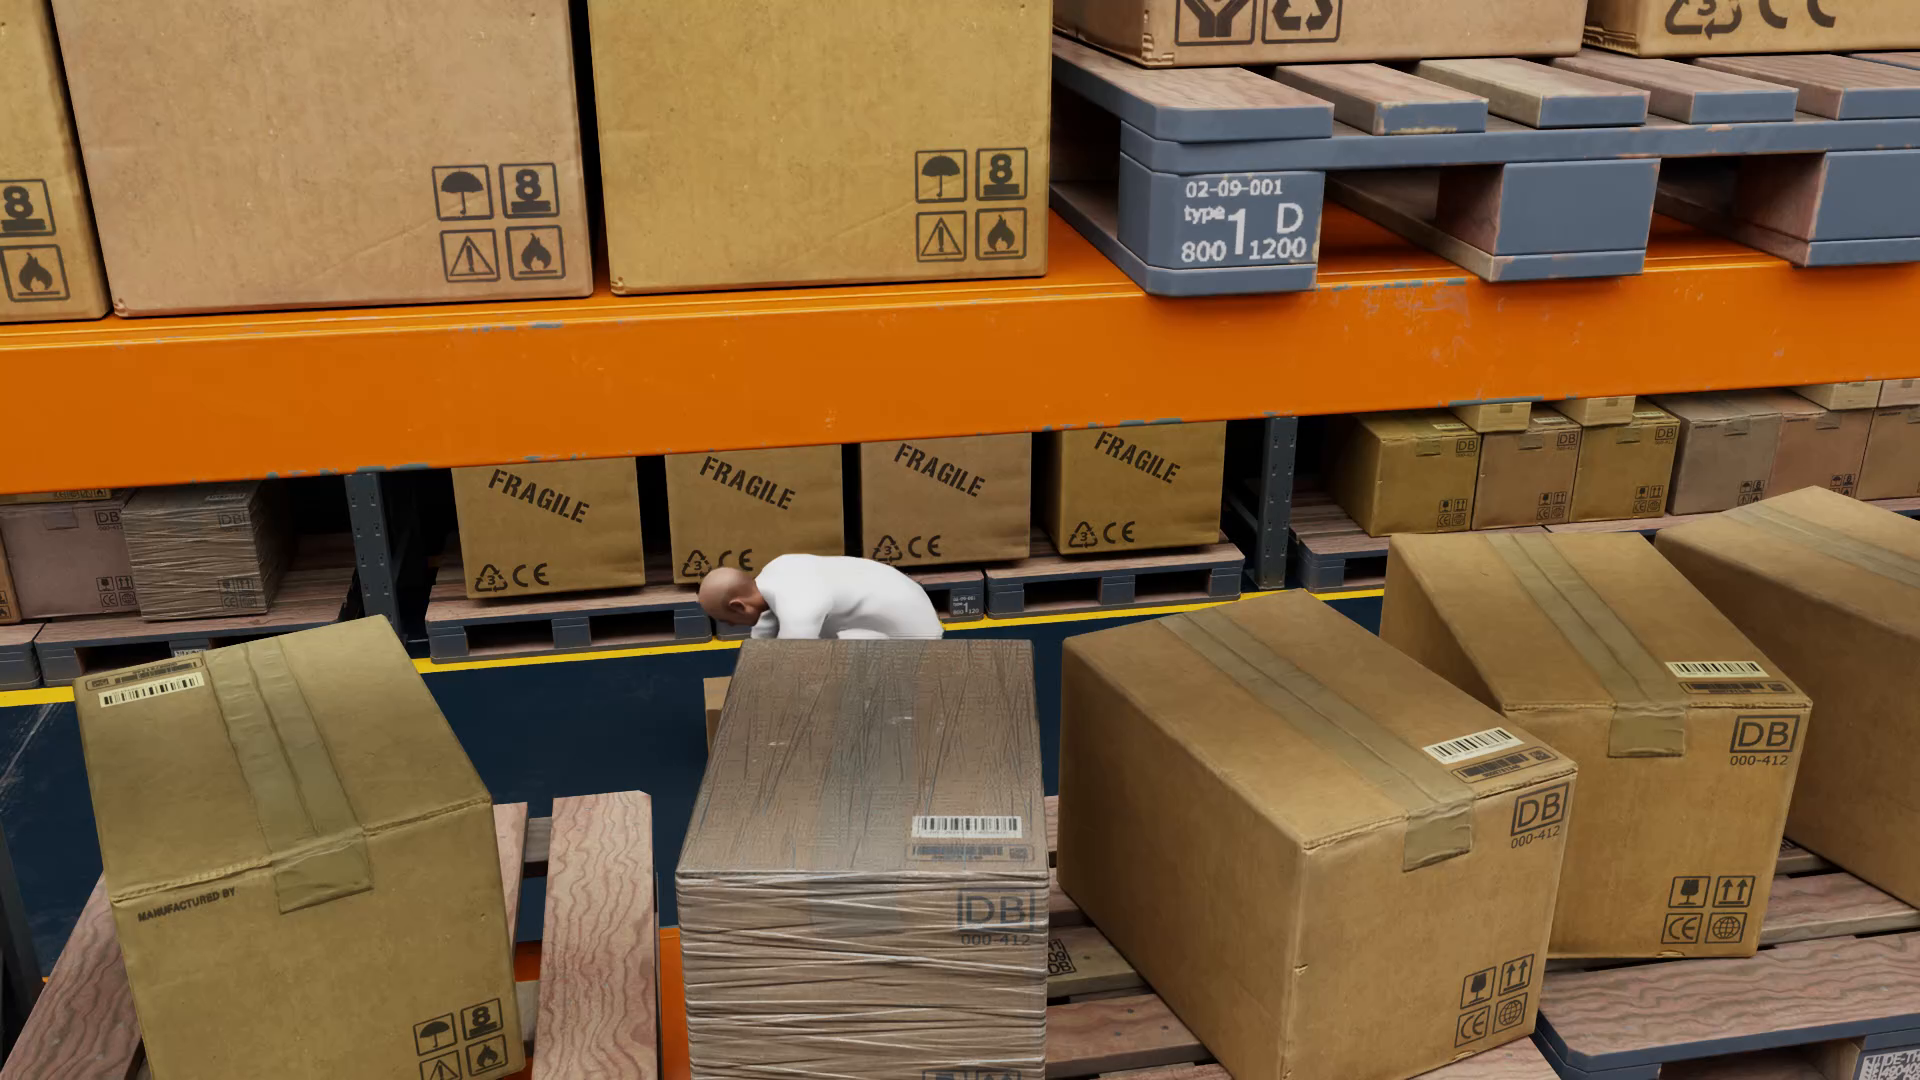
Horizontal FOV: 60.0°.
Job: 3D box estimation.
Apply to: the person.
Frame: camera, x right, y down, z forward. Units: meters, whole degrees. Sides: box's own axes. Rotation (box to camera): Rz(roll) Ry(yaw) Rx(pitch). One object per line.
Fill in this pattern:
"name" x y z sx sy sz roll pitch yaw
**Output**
"person" -0.521 0.459 6.379 0.919 0.830 0.572 -5 23 -11
